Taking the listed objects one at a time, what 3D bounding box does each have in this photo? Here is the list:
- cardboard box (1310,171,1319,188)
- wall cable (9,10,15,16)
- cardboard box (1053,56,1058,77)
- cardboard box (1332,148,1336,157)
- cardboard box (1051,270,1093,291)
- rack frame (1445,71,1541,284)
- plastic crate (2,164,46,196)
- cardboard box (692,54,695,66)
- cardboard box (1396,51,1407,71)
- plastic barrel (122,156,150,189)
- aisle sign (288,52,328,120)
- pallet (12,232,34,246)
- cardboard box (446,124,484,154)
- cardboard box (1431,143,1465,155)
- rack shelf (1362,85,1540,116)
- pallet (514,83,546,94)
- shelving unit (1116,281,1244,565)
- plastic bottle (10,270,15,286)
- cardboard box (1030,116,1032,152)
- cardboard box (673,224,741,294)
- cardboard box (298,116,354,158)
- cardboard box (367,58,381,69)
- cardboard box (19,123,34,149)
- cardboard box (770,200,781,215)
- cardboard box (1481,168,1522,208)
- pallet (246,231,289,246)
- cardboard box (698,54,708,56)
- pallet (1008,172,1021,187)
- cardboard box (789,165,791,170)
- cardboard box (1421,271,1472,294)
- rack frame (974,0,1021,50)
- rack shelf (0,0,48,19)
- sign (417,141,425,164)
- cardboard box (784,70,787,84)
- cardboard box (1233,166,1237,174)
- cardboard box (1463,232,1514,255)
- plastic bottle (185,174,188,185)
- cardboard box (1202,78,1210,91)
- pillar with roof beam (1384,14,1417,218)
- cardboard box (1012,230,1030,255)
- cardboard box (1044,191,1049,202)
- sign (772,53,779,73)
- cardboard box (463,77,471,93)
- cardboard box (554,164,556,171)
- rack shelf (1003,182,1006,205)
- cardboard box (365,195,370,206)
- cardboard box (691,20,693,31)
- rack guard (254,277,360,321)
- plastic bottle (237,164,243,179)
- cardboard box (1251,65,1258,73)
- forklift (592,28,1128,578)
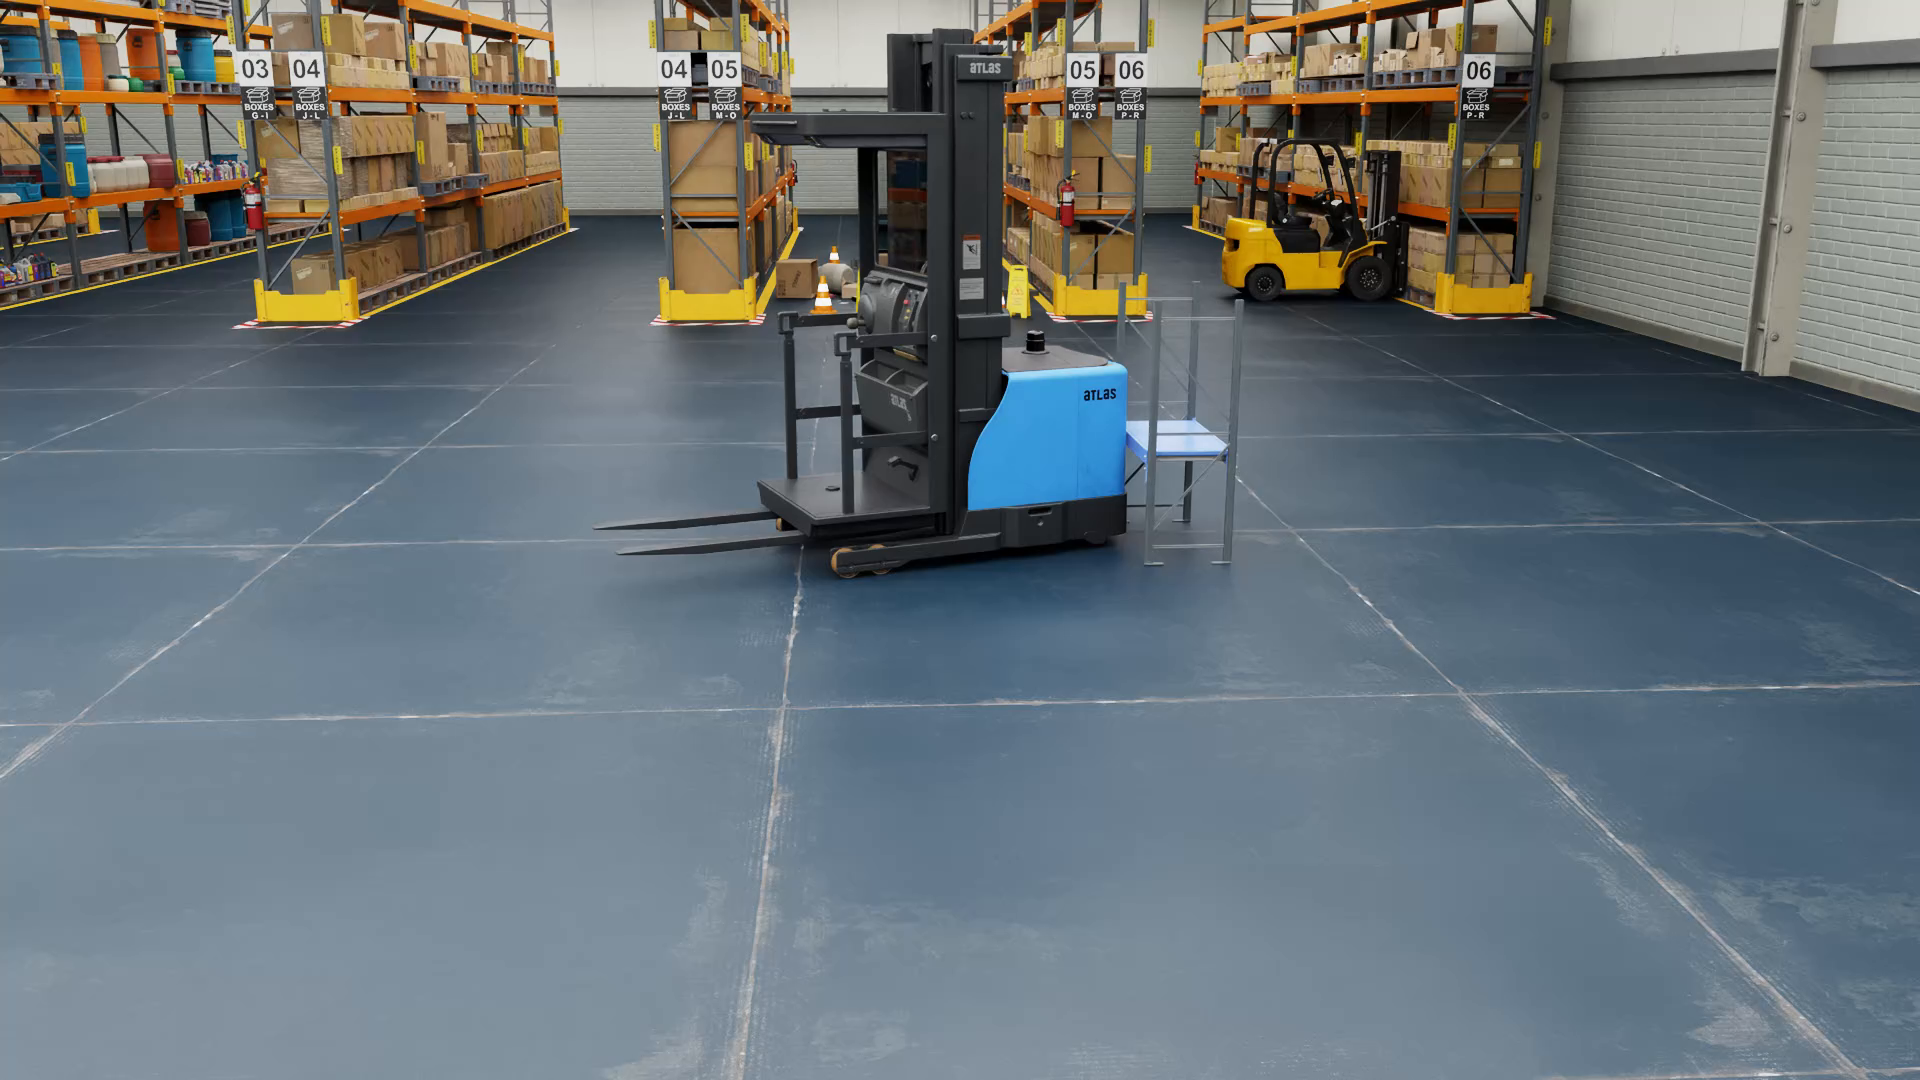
[{"bbox_3d":[6.100,-5.961,27.474,0.500,0.250,0.500,-1,14,-5],"label":"cardboard box"},{"bbox_3d":[-21.214,-13.231,39.489,3.097,2.526,0.112,-1,14,-3],"label":"wall cable"},{"bbox_3d":[1.476,-6.106,21.422,0.500,0.250,0.500,-1,14,-4],"label":"cardboard box"},{"bbox_3d":[6.148,-6.167,26.473,0.380,0.149,0.250,-1,14,-3],"label":"cardboard box"},{"bbox_3d":[1.473,-3.408,21.927,0.500,0.250,0.500,-1,14,-4],"label":"cardboard box"},{"bbox_3d":[6.747,-4.411,21.150,1.000,3.000,0.127,-1,14,-3],"label":"rack frame"},{"bbox_3d":[-13.624,-5.245,24.265,0.402,0.464,0.583,-1,14,-3],"label":"plastic crate"},{"bbox_3d":[-3.531,-6.019,20.839,0.380,0.149,0.250,-1,14,-3],"label":"cardboard box"},{"bbox_3d":[6.288,-6.671,23.142,0.396,0.266,0.258,-1,14,-5],"label":"cardboard box"},{"bbox_3d":[-13.260,-5.895,26.694,0.421,0.512,0.421,0,14,0],"label":"plastic barrel"},{"bbox_3d":[-7.794,-5.429,19.888,0.394,0.787,0.004,-1,14,-3],"label":"aisle sign"},{"bbox_3d":[-18.770,-5.833,32.274,1.003,0.211,1.213,-1,14,-3],"label":"pallet"},{"bbox_3d":[-8.622,-6.886,28.557,0.797,0.503,0.637,0,14,-2],"label":"cardboard box"},{"bbox_3d":[6.484,-5.192,22.086,0.380,0.149,0.250,-1,14,-3],"label":"cardboard box"},{"bbox_3d":[6.624,-6.013,22.799,1.077,0.370,4.000,-1,14,-3],"label":"rack shelf"},{"bbox_3d":[-8.954,-9.081,33.458,1.003,0.211,1.213,-1,14,-3],"label":"pallet"},{"bbox_3d":[1.255,-0.716,9.789,0.538,1.500,1.048,-1,14,-5],"label":"shelving unit"},{"bbox_3d":[-12.876,-3.552,22.545,0.097,0.201,0.097,0,14,0],"label":"plastic bottle"},{"bbox_3d":[1.366,-5.765,23.607,0.700,0.500,0.500,-1,14,-3],"label":"cardboard box"},{"bbox_3d":[-3.249,-3.574,21.318,0.875,0.875,0.875,-1,14,-3],"label":"cardboard box"},{"bbox_3d":[-7.860,-4.998,20.628,0.500,0.500,0.500,-1,14,-3],"label":"cardboard box"},{"bbox_3d":[-7.950,-6.344,22.145,0.380,0.149,0.250,0,14,-1],"label":"cardboard box"},{"bbox_3d":[-18.541,-7.923,32.593,0.500,0.500,0.500,-1,14,-5],"label":"cardboard box"},{"bbox_3d":[-3.487,-6.002,30.003,0.500,0.250,0.500,-1,14,-3],"label":"cardboard box"},{"bbox_3d":[6.994,-4.587,21.633,0.500,0.500,0.500,0,14,-2],"label":"cardboard box"},{"bbox_3d":[-13.869,-5.920,32.612,1.003,0.211,1.213,-1,14,-3],"label":"pallet"},{"bbox_3d":[-3.510,-6.374,21.422,0.500,0.250,0.500,-1,14,-4],"label":"cardboard box"},{"bbox_3d":[1.448,-6.054,27.923,1.213,0.211,1.003,-1,14,-3],"label":"pallet"},{"bbox_3d":[-3.830,-8.013,35.652,0.380,0.149,0.250,-1,14,-3],"label":"cardboard box"},{"bbox_3d":[6.403,-3.395,21.875,0.500,0.250,0.500,-1,14,-3],"label":"cardboard box"},{"bbox_3d":[0.802,-11.218,35.566,1.000,3.000,0.127,-1,14,-3],"label":"rack frame"},{"bbox_3d":[-13.165,-6.965,21.282,1.077,0.370,4.000,-1,14,-3],"label":"rack shelf"},{"bbox_3d":[-7.804,-5.605,24.052,0.100,0.325,0.005,-1,14,-3],"label":"sign"},{"bbox_3d":[-3.718,-9.211,33.084,0.500,0.250,0.500,-1,14,-2],"label":"cardboard box"},{"bbox_3d":[5.694,-7.413,33.324,0.380,0.149,0.250,0,14,-2],"label":"cardboard box"},{"bbox_3d":[6.907,-3.889,21.791,0.500,0.250,0.500,-1,14,-4],"label":"cardboard box"},{"bbox_3d":[-13.227,-6.163,28.360,0.097,0.201,0.097,0,14,0],"label":"plastic bottle"},{"bbox_3d":[5.511,-9.800,35.778,0.500,0.250,0.500,-1,14,-4],"label":"cardboard box"},{"bbox_3d":[2.935,-8.929,26.671,9.100,9.000,0.400,-1,14,-3],"label":"pillar with roof beam"},{"bbox_3d":[1.377,-4.930,27.597,0.950,0.372,0.625,-1,14,-5],"label":"cardboard box"},{"bbox_3d":[1.358,-4.743,22.943,0.380,0.149,0.250,-1,14,-4],"label":"cardboard box"},{"bbox_3d":[-3.082,-7.969,27.764,0.100,0.325,0.005,-1,14,-3],"label":"sign"},{"bbox_3d":[-8.319,-7.436,27.187,0.500,0.250,0.500,-1,14,-3],"label":"cardboard box"},{"bbox_3d":[-8.706,-7.827,34.931,0.380,0.149,0.250,-1,14,-3],"label":"cardboard box"},{"bbox_3d":[1.174,-6.472,30.604,1.077,0.370,4.000,-1,14,-3],"label":"rack shelf"},{"bbox_3d":[-7.961,-4.444,21.783,0.380,0.149,0.250,-1,14,-3],"label":"cardboard box"},{"bbox_3d":[-3.530,-6.405,20.742,0.380,0.149,0.250,-1,14,-3],"label":"cardboard box"},{"bbox_3d":[-8.102,-2.989,20.639,1.175,0.500,0.348,-1,14,-3],"label":"rack guard"},{"bbox_3d":[-13.415,-6.844,30.857,0.152,0.276,0.135,-1,14,-3],"label":"plastic bottle"},{"bbox_3d":[5.688,-8.848,31.241,0.380,0.149,0.250,-1,14,-4],"label":"cardboard box"},{"bbox_3d":[-0.571,-1.357,9.419,3.031,2.935,1.130,-6,16,-23],"label":"forklift"}]
